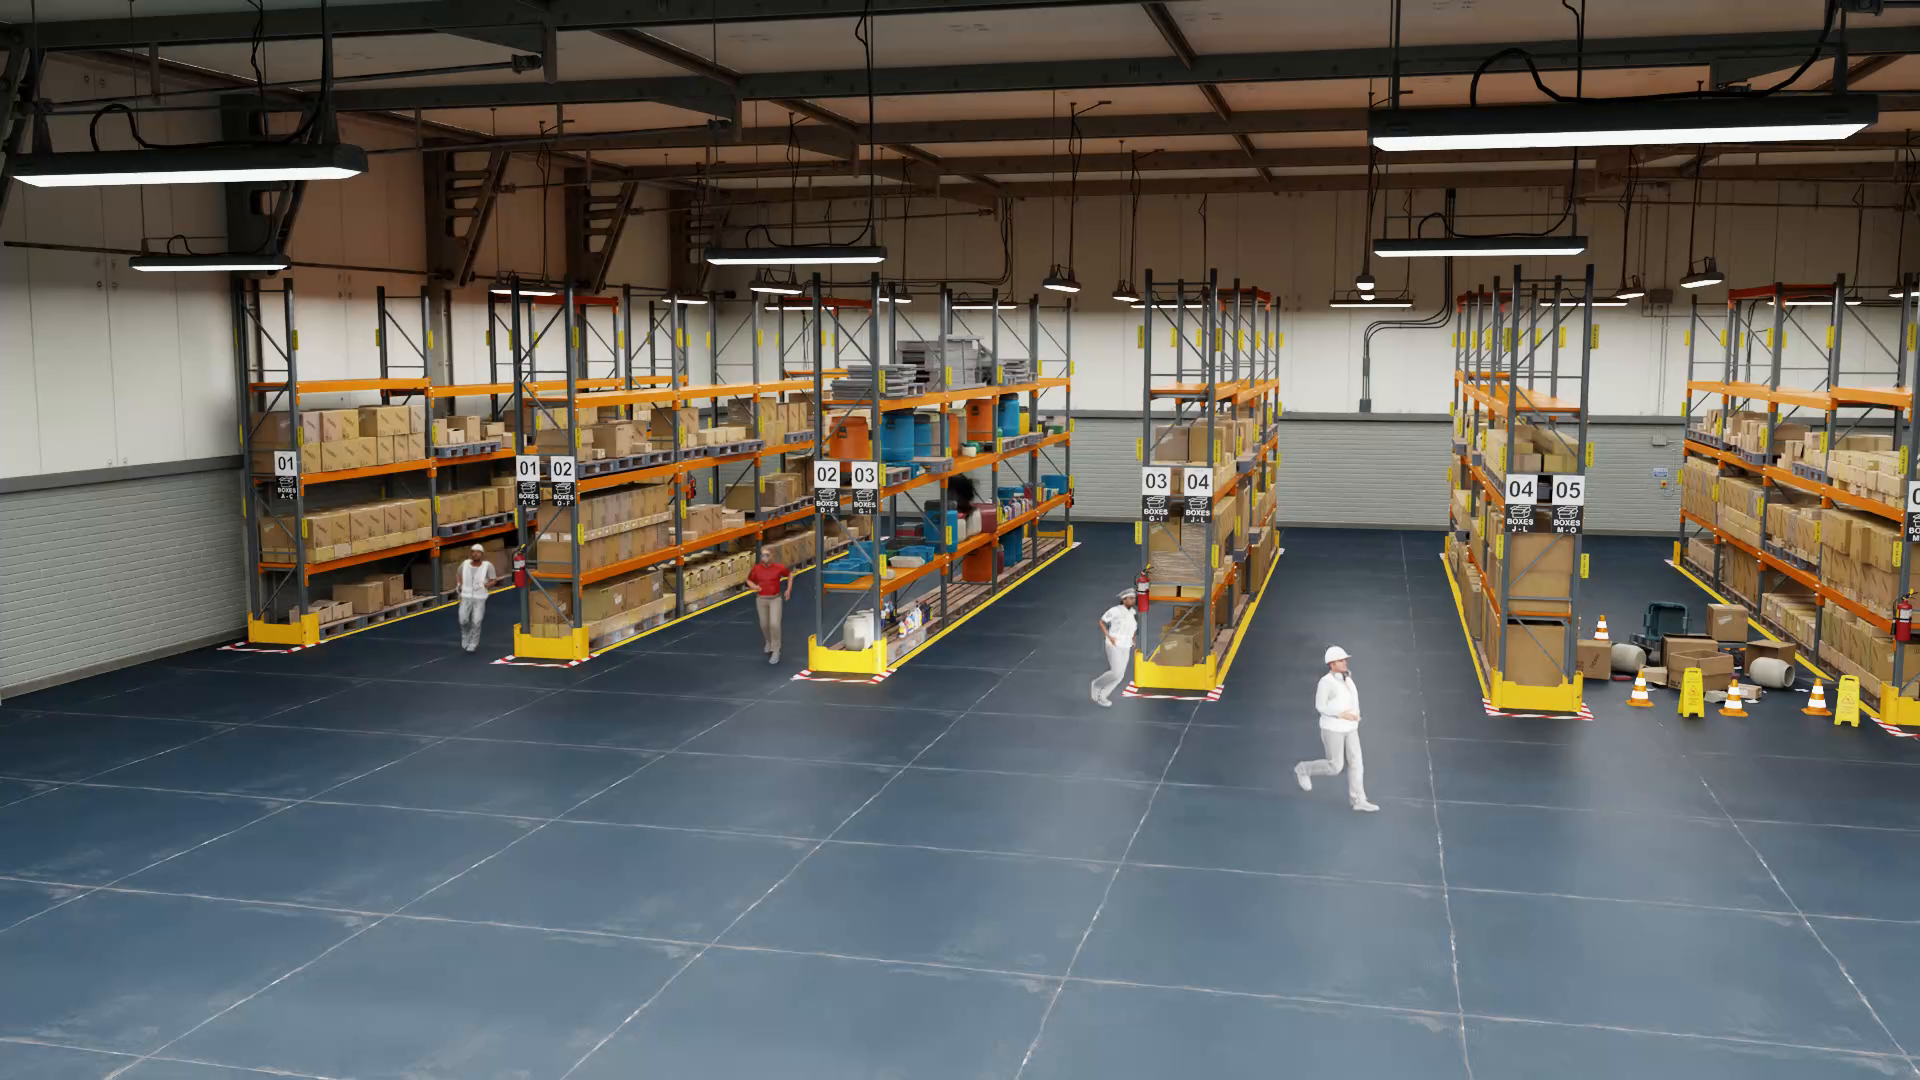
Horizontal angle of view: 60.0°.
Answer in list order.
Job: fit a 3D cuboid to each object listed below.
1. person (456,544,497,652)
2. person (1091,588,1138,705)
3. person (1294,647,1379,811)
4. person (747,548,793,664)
[{"bbox_3d":[-7.796,0.937,26.762,0.668,1.750,0.564,-1,7,-7],"label":"person"},{"bbox_3d":[2.186,1.459,22.913,0.647,1.611,0.547,-5,9,-37],"label":"person"},{"bbox_3d":[4.077,2.008,17.814,0.677,1.743,0.984,-6,9,-43],"label":"person"},{"bbox_3d":[-3.005,0.999,26.175,0.702,1.759,0.929,1,7,8],"label":"person"}]
